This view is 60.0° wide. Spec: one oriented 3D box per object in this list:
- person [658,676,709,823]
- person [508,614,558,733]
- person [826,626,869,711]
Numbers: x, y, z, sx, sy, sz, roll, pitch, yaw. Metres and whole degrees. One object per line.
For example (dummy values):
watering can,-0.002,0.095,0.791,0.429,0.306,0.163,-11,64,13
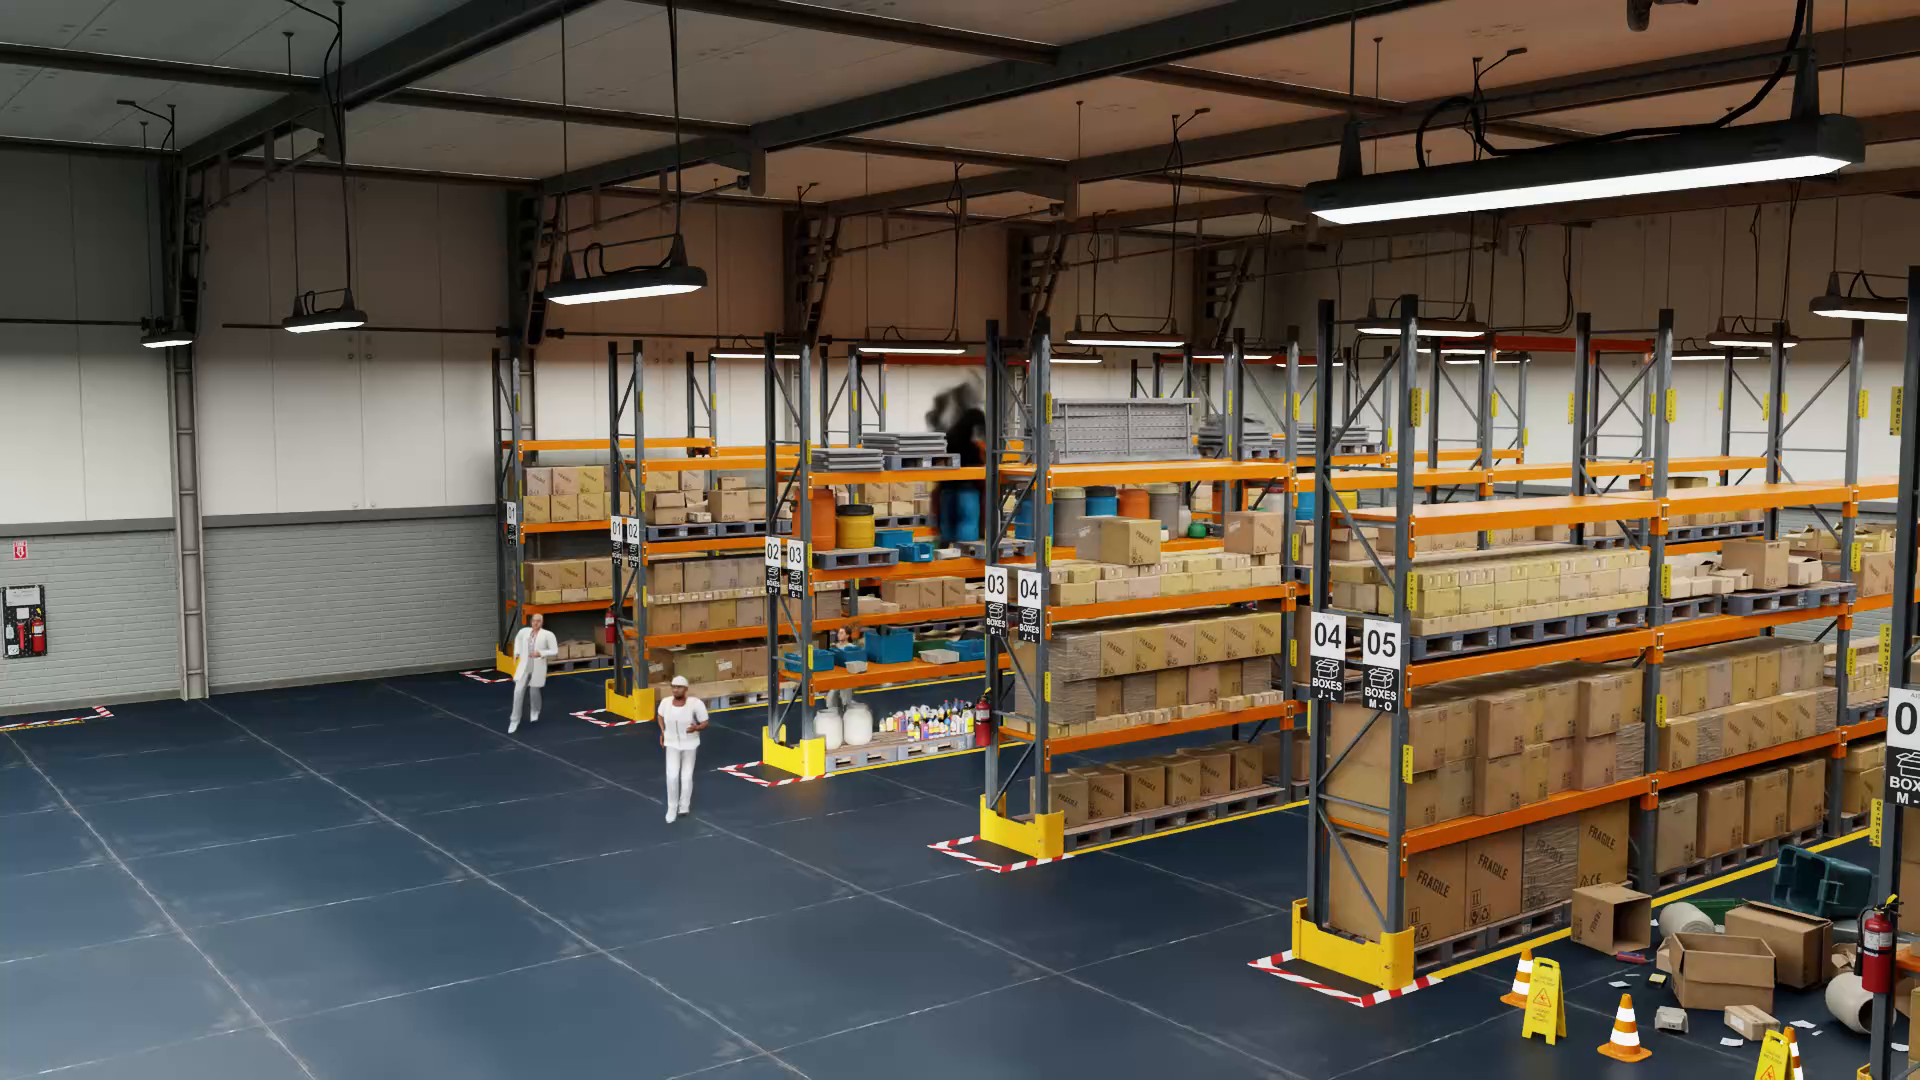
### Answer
person,-3.367,2.535,20.149,0.663,1.803,0.722,0,5,-1
person,-6.580,2.035,25.794,0.732,1.813,0.973,0,5,2
person,-1.766,2.121,25.328,0.577,1.635,0.859,5,7,43
